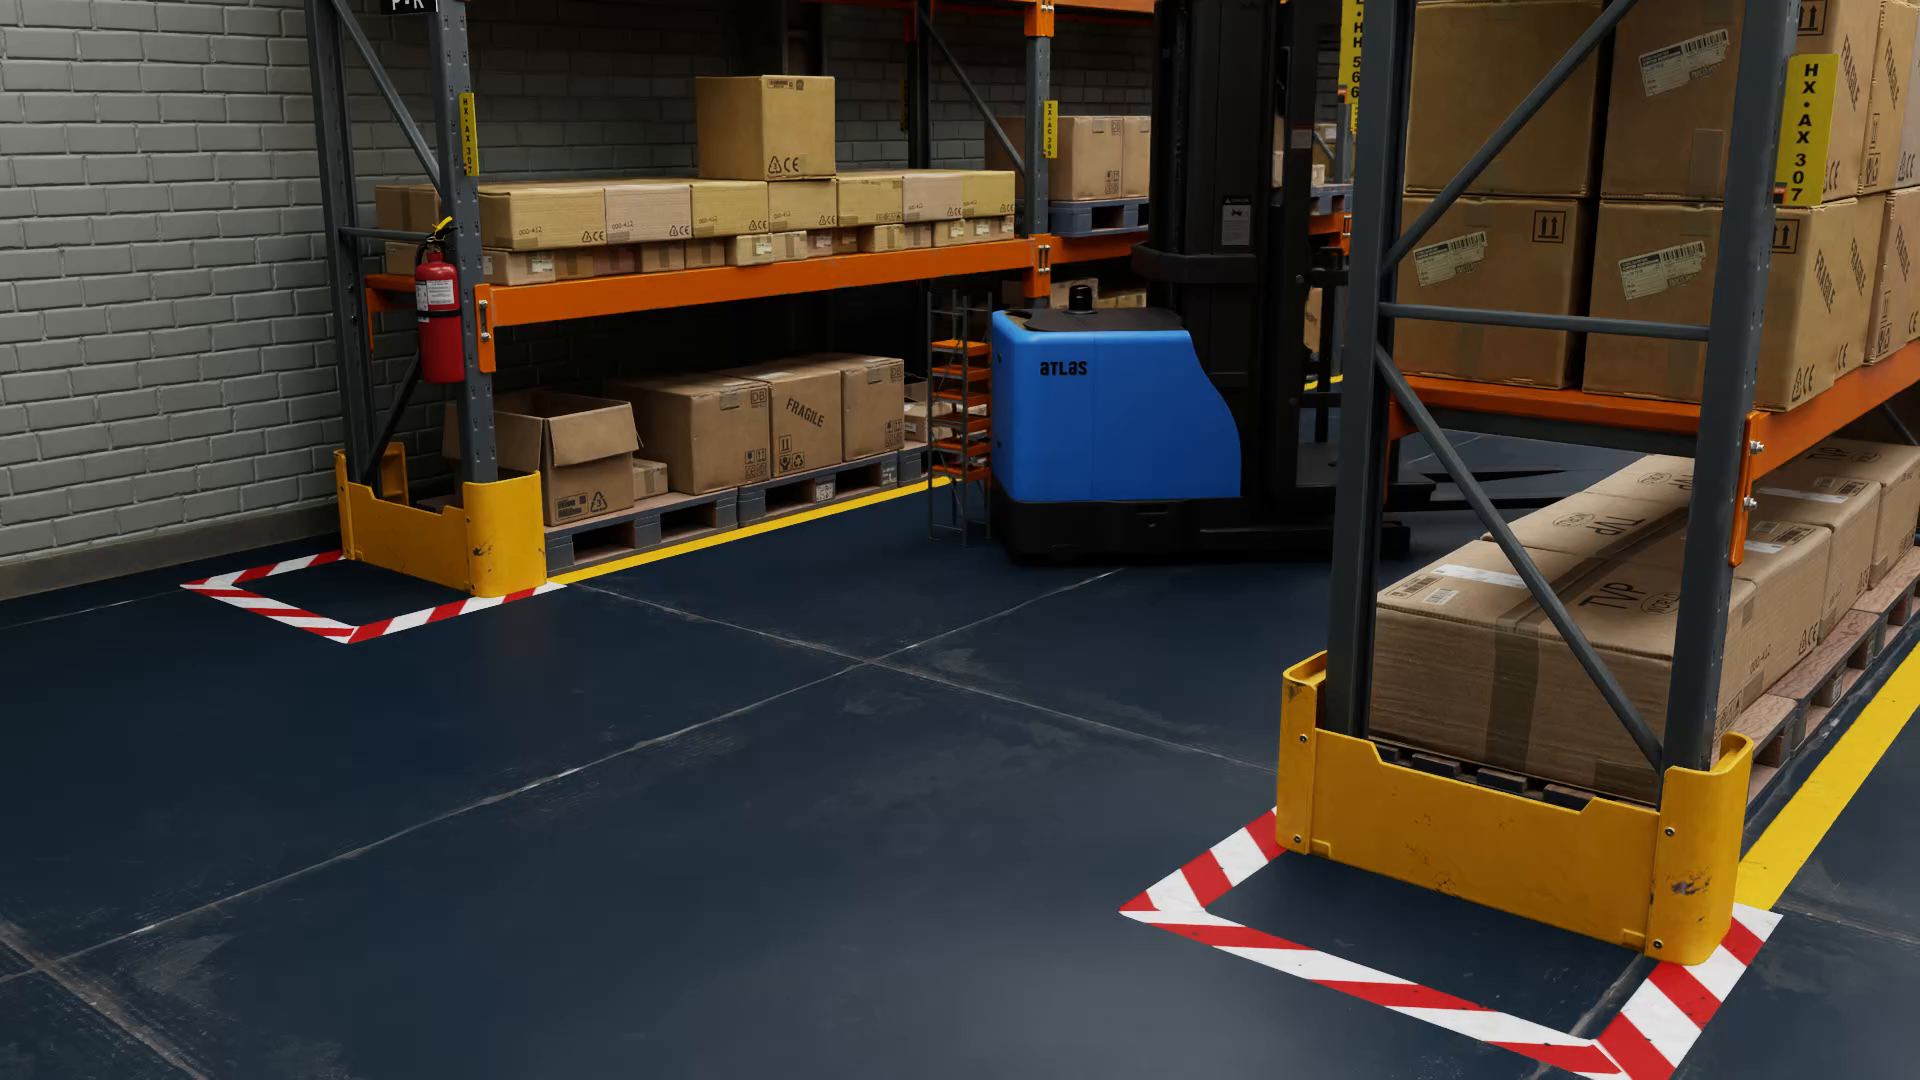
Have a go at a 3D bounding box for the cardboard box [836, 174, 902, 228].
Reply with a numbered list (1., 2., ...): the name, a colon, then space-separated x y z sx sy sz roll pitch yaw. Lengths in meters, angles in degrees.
1. cardboard box: -0.657 -1.817 8.883 0.500 0.250 0.500 11 18 37

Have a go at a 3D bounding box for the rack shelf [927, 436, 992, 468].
1. rack shelf: -0.003 -0.425 8.027 0.258 0.103 0.180 12 18 39

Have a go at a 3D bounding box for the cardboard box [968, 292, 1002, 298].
1. cardboard box: 0.269 -1.545 11.019 0.380 0.149 0.250 11 18 38

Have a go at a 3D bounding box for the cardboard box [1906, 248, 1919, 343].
1. cardboard box: 2.906 -0.929 5.485 0.500 0.500 0.500 12 19 39

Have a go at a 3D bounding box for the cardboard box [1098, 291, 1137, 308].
1. cardboard box: 0.961 -1.577 11.144 0.380 0.149 0.250 11 18 37

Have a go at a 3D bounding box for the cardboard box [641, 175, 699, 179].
1. cardboard box: -1.362 -1.800 8.815 0.500 0.250 0.500 11 18 37

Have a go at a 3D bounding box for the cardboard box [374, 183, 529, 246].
1. cardboard box: -2.331 -1.507 7.663 0.500 0.250 0.500 12 19 39

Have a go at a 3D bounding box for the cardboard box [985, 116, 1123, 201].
1. cardboard box: 0.579 -2.382 10.353 0.700 0.500 0.500 12 18 39

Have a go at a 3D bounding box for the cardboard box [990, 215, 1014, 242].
1. cardboard box: 0.097 -1.850 9.825 0.380 0.149 0.250 12 18 38

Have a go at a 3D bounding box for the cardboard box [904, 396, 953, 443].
1. cardboard box: -0.245 -0.730 9.605 0.396 0.266 0.258 12 19 40

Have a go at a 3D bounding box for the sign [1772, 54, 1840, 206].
1. sign: 1.878 -0.910 3.693 0.100 0.325 0.005 11 18 38

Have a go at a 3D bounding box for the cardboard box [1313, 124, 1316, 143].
1. cardboard box: 2.662 -3.295 13.480 0.380 0.149 0.250 12 19 39

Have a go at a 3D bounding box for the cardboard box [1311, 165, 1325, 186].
1. cardboard box: 2.500 -2.735 12.454 0.380 0.149 0.250 12 18 39

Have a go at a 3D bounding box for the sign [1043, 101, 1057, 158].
1. sign: 0.527 -2.409 9.757 0.100 0.325 0.005 11 18 38

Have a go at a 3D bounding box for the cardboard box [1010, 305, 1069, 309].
1. cardboard box: 0.533 -1.406 10.473 0.380 0.149 0.250 12 19 40

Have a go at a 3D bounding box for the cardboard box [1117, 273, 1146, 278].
1. cardboard box: 1.393 -1.891 12.382 0.380 0.149 0.250 11 18 36

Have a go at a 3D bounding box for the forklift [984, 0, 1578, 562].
1. forklift: 1.677 -1.455 7.898 3.031 2.935 1.130 -2 14 -7

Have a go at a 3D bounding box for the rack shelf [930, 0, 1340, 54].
1. rack shelf: 1.358 -3.560 11.415 1.077 0.370 4.000 11 18 38

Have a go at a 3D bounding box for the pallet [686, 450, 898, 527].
1. pallet: -1.098 -0.355 9.091 1.003 0.211 1.213 11 18 38

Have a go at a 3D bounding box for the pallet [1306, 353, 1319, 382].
1. pallet: 2.116 -1.350 13.007 1.003 0.211 1.213 11 18 38

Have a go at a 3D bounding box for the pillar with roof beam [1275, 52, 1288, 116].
1. pillar with roof beam: 6.081 -5.469 11.374 9.100 9.000 0.400 11 18 38

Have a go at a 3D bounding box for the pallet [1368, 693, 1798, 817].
1. pallet: 1.891 0.647 5.146 1.003 0.211 1.213 11 18 38

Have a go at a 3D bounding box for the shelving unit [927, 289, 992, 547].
1. shelving unit: -0.002 -0.585 7.986 0.258 1.200 0.189 12 18 39

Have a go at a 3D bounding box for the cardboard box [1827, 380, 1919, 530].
1. cardboard box: 4.291 -0.610 7.893 0.875 0.875 0.875 12 19 39

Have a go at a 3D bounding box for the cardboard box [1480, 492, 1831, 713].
1. cardboard box: 2.355 0.181 5.669 0.875 0.438 0.875 12 18 39

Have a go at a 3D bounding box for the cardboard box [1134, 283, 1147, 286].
1. cardboard box: 1.452 -1.722 11.716 0.380 0.149 0.250 11 18 38

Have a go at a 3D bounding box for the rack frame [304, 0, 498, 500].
1. rack frame: -2.413 -1.306 7.173 1.000 3.000 0.127 11 18 38

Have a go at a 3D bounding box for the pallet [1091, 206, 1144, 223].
1. pallet: 1.396 -2.372 11.758 1.003 0.211 1.213 11 18 38

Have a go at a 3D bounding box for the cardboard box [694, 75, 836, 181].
1. cardboard box: -0.976 -2.074 8.371 0.500 0.500 0.500 12 18 39

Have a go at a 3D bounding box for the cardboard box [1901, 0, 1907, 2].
1. cardboard box: 2.401 -1.558 4.612 0.380 0.149 0.250 11 18 36

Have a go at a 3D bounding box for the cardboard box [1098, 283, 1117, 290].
1. cardboard box: 0.888 -1.748 11.819 0.380 0.149 0.250 12 18 38

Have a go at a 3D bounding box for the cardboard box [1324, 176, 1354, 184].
1. cardboard box: 3.084 -2.813 13.408 0.500 0.250 0.500 11 18 38

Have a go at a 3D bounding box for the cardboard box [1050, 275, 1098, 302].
1. cardboard box: 0.659 -1.608 10.661 0.380 0.149 0.250 10 17 35

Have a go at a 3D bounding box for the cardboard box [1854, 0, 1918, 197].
1. cardboard box: 2.292 -1.220 4.599 0.500 0.500 0.500 11 18 36

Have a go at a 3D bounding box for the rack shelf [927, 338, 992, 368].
1. rack shelf: -0.002 -0.890 7.908 0.258 0.103 0.180 12 18 39

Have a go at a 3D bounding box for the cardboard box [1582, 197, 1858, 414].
1. cardboard box: 1.975 -0.635 4.327 0.500 0.500 0.500 11 18 37

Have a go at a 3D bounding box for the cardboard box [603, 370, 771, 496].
1. cardboard box: -1.388 -0.558 8.453 0.700 0.500 0.500 12 19 40

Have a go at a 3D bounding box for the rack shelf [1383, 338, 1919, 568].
1. rack shelf: 2.707 -0.573 5.748 1.077 0.370 4.000 11 18 38

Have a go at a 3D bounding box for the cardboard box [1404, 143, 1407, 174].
1. cardboard box: 3.399 -3.151 13.723 0.500 0.250 0.500 12 19 39

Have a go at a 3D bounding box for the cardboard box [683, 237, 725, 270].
1. cardboard box: -1.362 -1.407 8.080 0.380 0.149 0.250 12 18 38

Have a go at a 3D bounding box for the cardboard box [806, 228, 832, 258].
1. cardboard box: -0.887 -1.558 8.672 0.380 0.149 0.250 11 18 37

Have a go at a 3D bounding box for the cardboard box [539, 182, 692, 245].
1. cardboard box: -1.602 -1.520 7.713 0.500 0.250 0.500 12 18 38

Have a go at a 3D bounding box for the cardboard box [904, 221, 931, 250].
1. cardboard box: -0.381 -1.698 9.223 0.380 0.149 0.250 12 18 39

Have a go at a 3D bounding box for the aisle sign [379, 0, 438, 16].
1. aisle sign: -2.228 -2.508 6.622 0.394 0.787 0.004 11 18 38

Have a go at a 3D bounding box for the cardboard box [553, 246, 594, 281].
1. cardboard box: -1.870 -1.261 7.504 0.380 0.149 0.250 12 18 39

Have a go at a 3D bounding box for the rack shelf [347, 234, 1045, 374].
1. rack shelf: -1.156 -1.341 8.769 1.077 0.370 4.000 11 18 38
